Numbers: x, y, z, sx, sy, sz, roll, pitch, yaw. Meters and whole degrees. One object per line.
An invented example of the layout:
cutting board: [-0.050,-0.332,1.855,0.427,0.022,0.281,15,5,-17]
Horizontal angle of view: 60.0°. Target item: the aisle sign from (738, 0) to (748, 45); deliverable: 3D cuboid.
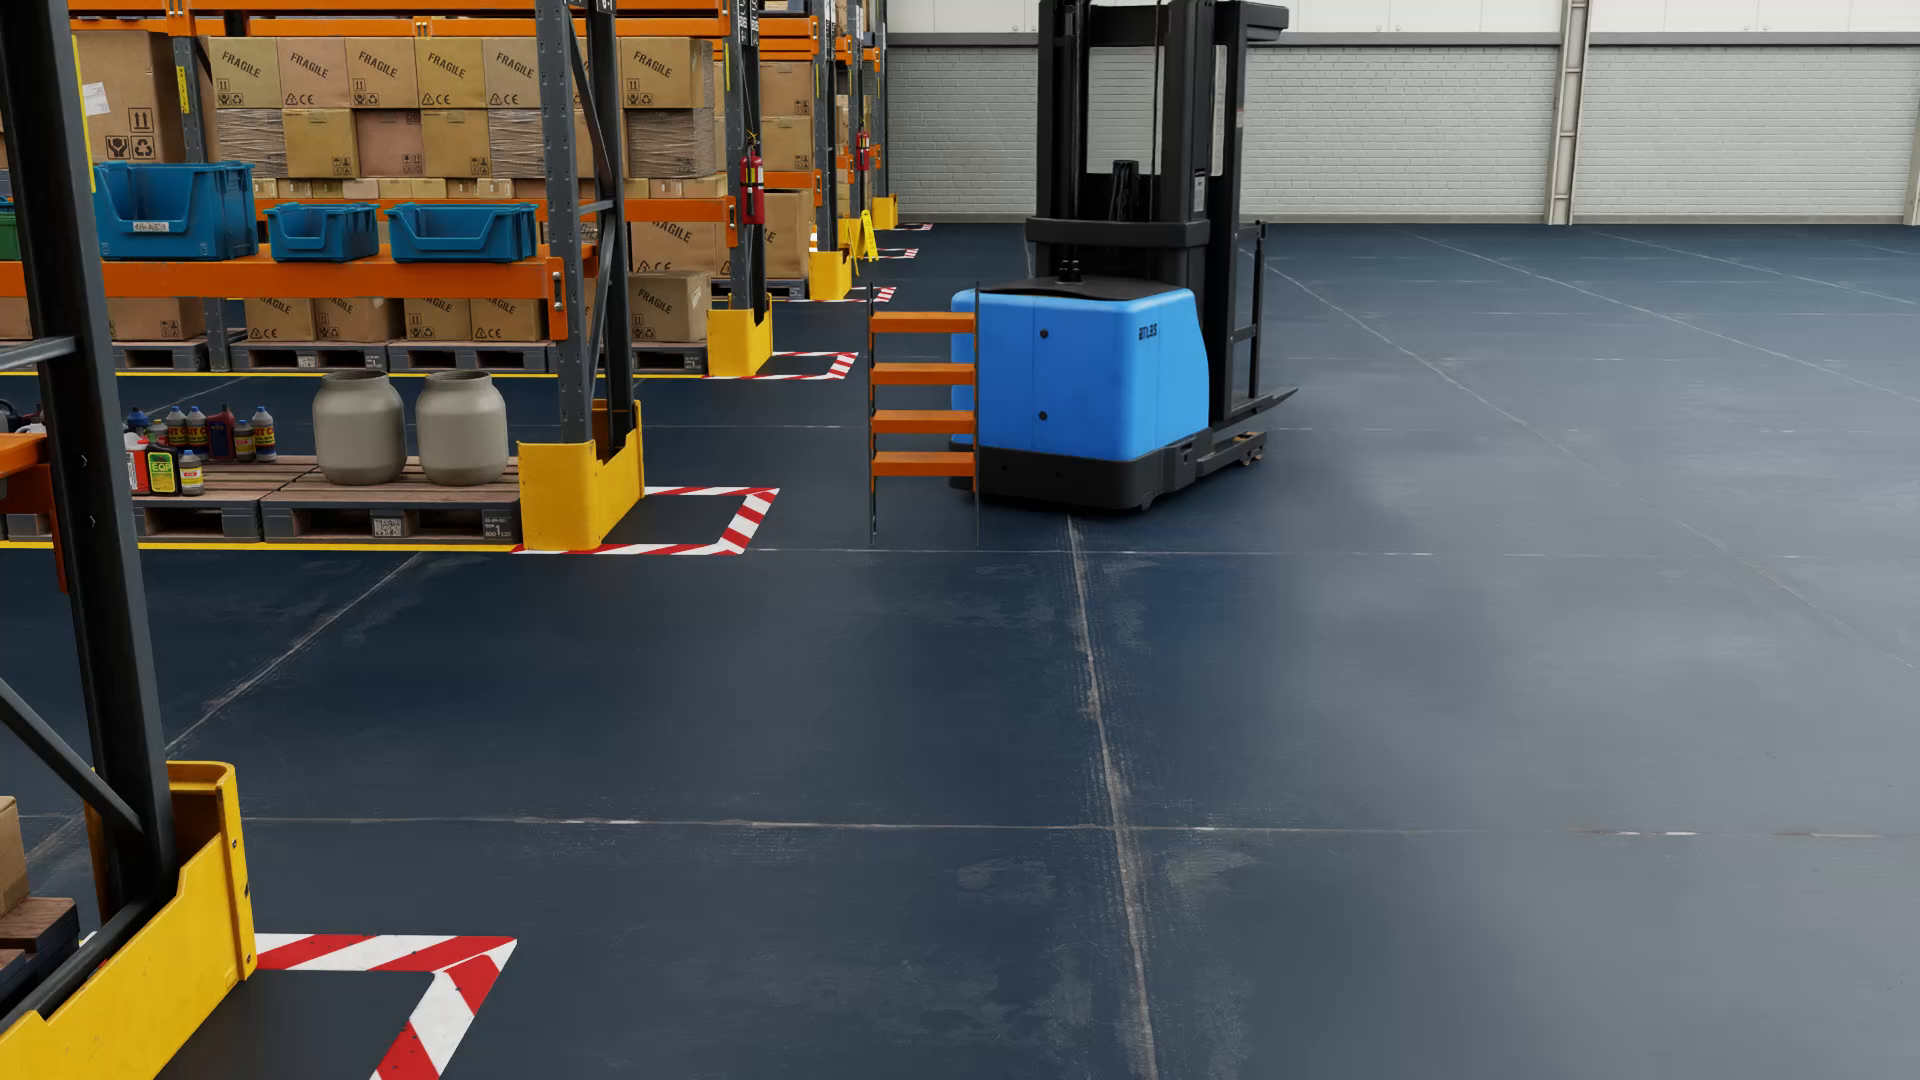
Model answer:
aisle sign: [-1.580,-4.004,12.041,0.004,0.787,0.394,0,15,1]

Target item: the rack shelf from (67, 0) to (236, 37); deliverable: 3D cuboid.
rack shelf: [-7.632,-3.966,12.521,4.000,0.370,1.077,0,15,1]

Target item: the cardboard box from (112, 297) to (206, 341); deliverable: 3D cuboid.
cardboard box: [-6.246,-1.864,13.061,0.500,0.500,0.700,-1,15,-3]

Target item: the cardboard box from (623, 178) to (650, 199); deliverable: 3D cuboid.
cardboard box: [-2.426,-2.642,12.467,0.250,0.149,0.380,0,15,1]

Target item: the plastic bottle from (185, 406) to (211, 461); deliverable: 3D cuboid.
plastic bottle: [-3.908,-0.548,8.523,0.097,0.271,0.097,0,15,0]

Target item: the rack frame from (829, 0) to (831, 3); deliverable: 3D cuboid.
rack frame: [-1.407,-6.989,16.690,0.127,3.000,1.000,0,15,1]

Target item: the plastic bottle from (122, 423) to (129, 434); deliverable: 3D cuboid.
plastic bottle: [-4.312,-0.517,8.542,0.097,0.201,0.097,0,15,0]

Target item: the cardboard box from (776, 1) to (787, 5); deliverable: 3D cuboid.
cardboard box: [-2.239,-7.001,21.545,0.250,0.149,0.380,0,15,1]

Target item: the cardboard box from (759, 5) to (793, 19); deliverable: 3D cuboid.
cardboard box: [-2.402,-6.815,21.620,0.500,0.250,0.500,0,15,1]

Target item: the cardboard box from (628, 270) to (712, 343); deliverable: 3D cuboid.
cardboard box: [-2.258,-1.827,12.961,0.500,0.500,0.500,3,15,12]

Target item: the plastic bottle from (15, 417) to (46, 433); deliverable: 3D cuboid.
plastic bottle: [-4.349,-0.404,7.821,0.185,0.351,0.144,0,15,1]

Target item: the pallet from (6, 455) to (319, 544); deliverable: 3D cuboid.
pallet: [-3.866,-0.216,8.246,1.213,0.211,1.003,0,15,1]

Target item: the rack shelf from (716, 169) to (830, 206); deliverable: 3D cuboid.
rack shelf: [-3.406,-3.753,17.597,4.000,0.370,1.077,0,15,1]

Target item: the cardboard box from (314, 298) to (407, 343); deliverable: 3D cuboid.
cardboard box: [-4.661,-1.830,12.973,0.500,0.500,0.500,5,16,19]

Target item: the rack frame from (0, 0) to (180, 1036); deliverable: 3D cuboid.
rack frame: [-1.891,-0.298,3.088,0.127,3.000,1.000,0,15,1]

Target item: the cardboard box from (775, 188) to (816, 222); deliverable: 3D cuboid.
cardboard box: [-2.189,-4.526,22.212,0.500,0.500,0.500,0,15,2]

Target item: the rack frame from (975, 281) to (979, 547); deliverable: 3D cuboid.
rack frame: [0.078,-0.580,7.685,0.015,1.200,0.240,0,15,1]

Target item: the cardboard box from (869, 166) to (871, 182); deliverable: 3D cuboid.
cardboard box: [-1.734,-6.026,27.405,0.500,0.250,0.500,0,15,1]

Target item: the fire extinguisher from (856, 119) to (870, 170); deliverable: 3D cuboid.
fire extinguisher: [-1.278,-5.196,21.804,0.183,0.674,0.296,0,15,1]

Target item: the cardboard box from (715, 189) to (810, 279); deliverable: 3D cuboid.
cardboard box: [-2.086,-3.252,17.626,0.875,0.875,0.875,0,15,2]

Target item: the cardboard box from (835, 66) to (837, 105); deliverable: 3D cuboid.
cardboard box: [-1.897,-5.975,21.866,0.500,0.500,0.700,0,15,0]

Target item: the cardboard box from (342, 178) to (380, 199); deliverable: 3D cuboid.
cardboard box: [-4.426,-2.640,12.457,0.250,0.149,0.380,0,15,1]

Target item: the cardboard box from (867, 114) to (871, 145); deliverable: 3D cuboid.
cardboard box: [-1.746,-6.740,27.309,0.500,0.500,0.500,1,15,3]

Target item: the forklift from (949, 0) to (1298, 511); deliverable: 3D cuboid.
forklift: [1.118,-1.887,9.248,1.130,2.935,3.031,8,17,29]

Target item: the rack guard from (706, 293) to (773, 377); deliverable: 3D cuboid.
rack guard: [-1.710,-1.616,12.985,0.348,0.500,1.175,0,15,1]

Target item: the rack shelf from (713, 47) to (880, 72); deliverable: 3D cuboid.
rack shelf: [-3.257,-7.733,26.799,4.000,0.370,1.077,0,15,1]

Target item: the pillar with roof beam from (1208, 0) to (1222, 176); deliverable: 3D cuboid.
pillar with roof beam: [3.957,-8.615,22.854,0.400,9.000,9.100,0,15,1]

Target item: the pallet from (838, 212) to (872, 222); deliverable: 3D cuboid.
pallet: [-2.024,-5.263,27.375,1.213,0.211,1.003,0,15,1]

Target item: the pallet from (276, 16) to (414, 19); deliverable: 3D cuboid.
pallet: [-6.323,-5.466,17.171,1.217,0.209,0.805,0,15,-1]

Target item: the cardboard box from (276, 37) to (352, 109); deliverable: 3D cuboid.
cardboard box: [-4.690,-3.455,12.317,0.500,0.500,0.500,0,15,1]

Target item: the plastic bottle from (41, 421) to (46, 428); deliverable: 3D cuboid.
plastic bottle: [-4.570,-0.526,8.416,0.133,0.283,0.061,0,15,1]

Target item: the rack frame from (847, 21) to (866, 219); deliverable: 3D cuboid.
rack frame: [-1.381,-5.351,22.243,0.127,3.000,1.000,0,15,1]

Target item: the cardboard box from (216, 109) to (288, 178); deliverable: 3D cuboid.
cardboard box: [-5.185,-3.024,12.641,0.500,0.500,0.875,0,15,1]

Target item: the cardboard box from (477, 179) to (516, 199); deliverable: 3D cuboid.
cardboard box: [-3.427,-2.635,12.439,0.250,0.149,0.380,0,15,1]

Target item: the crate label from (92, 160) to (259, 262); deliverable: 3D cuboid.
crate label: [-3.608,-1.521,7.656,0.616,0.435,0.502,0,15,1]

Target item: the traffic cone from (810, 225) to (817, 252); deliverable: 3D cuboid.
traffic cone: [-1.844,-3.798,21.330,0.334,0.463,0.336,0,15,1]

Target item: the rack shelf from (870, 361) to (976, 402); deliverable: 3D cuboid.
rack shelf: [-0.165,-0.732,7.651,0.480,0.148,0.258,0,15,1]

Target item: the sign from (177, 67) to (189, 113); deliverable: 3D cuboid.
sign: [-5.644,-3.268,12.078,0.005,0.325,0.100,0,15,1]

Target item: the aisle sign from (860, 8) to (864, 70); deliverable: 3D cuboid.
aisle sign: [-1.311,-6.687,22.209,0.004,0.787,0.394,0,15,1]

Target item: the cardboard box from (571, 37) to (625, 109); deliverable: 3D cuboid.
cardboard box: [-2.690,-3.442,12.267,0.500,0.500,0.500,0,15,1]

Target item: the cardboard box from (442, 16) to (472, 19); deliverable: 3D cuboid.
cardboard box: [-6.473,-6.930,21.816,0.500,0.250,0.500,1,15,2]

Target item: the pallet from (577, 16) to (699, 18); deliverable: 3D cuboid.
pallet: [-3.371,-5.505,17.120,1.213,0.211,1.003,0,15,1]

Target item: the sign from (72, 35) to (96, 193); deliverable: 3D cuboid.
sign: [-1.871,-0.896,3.504,0.005,0.325,0.100,0,15,1]

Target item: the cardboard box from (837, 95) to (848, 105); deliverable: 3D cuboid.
cardboard box: [-1.869,-7.065,26.689,0.250,0.149,0.380,0,15,2]

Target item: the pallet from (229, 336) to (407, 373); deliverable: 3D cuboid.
pallet: [-4.961,-1.506,13.136,1.213,0.211,1.003,0,15,1]

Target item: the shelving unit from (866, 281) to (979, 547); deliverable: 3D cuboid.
shelving unit: [-0.165,-0.581,7.691,0.503,1.200,0.258,0,15,1]

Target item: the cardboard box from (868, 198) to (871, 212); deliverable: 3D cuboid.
cardboard box: [-1.744,-5.544,27.539,0.500,0.250,0.500,0,15,2]

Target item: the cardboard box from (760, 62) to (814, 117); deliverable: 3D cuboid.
cardboard box: [-1.776,-4.695,17.345,0.550,0.550,0.875,0,15,1]

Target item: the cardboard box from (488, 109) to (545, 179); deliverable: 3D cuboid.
cardboard box: [-3.185,-3.014,12.604,0.500,0.500,0.875,0,15,1]

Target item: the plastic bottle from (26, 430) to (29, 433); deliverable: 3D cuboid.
plastic bottle: [-4.371,-0.406,7.974,0.135,0.276,0.152,0,15,1]

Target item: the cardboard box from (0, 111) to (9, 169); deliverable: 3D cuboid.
cardboard box: [-7.368,-3.091,12.649,0.637,0.503,0.797,2,15,7]
